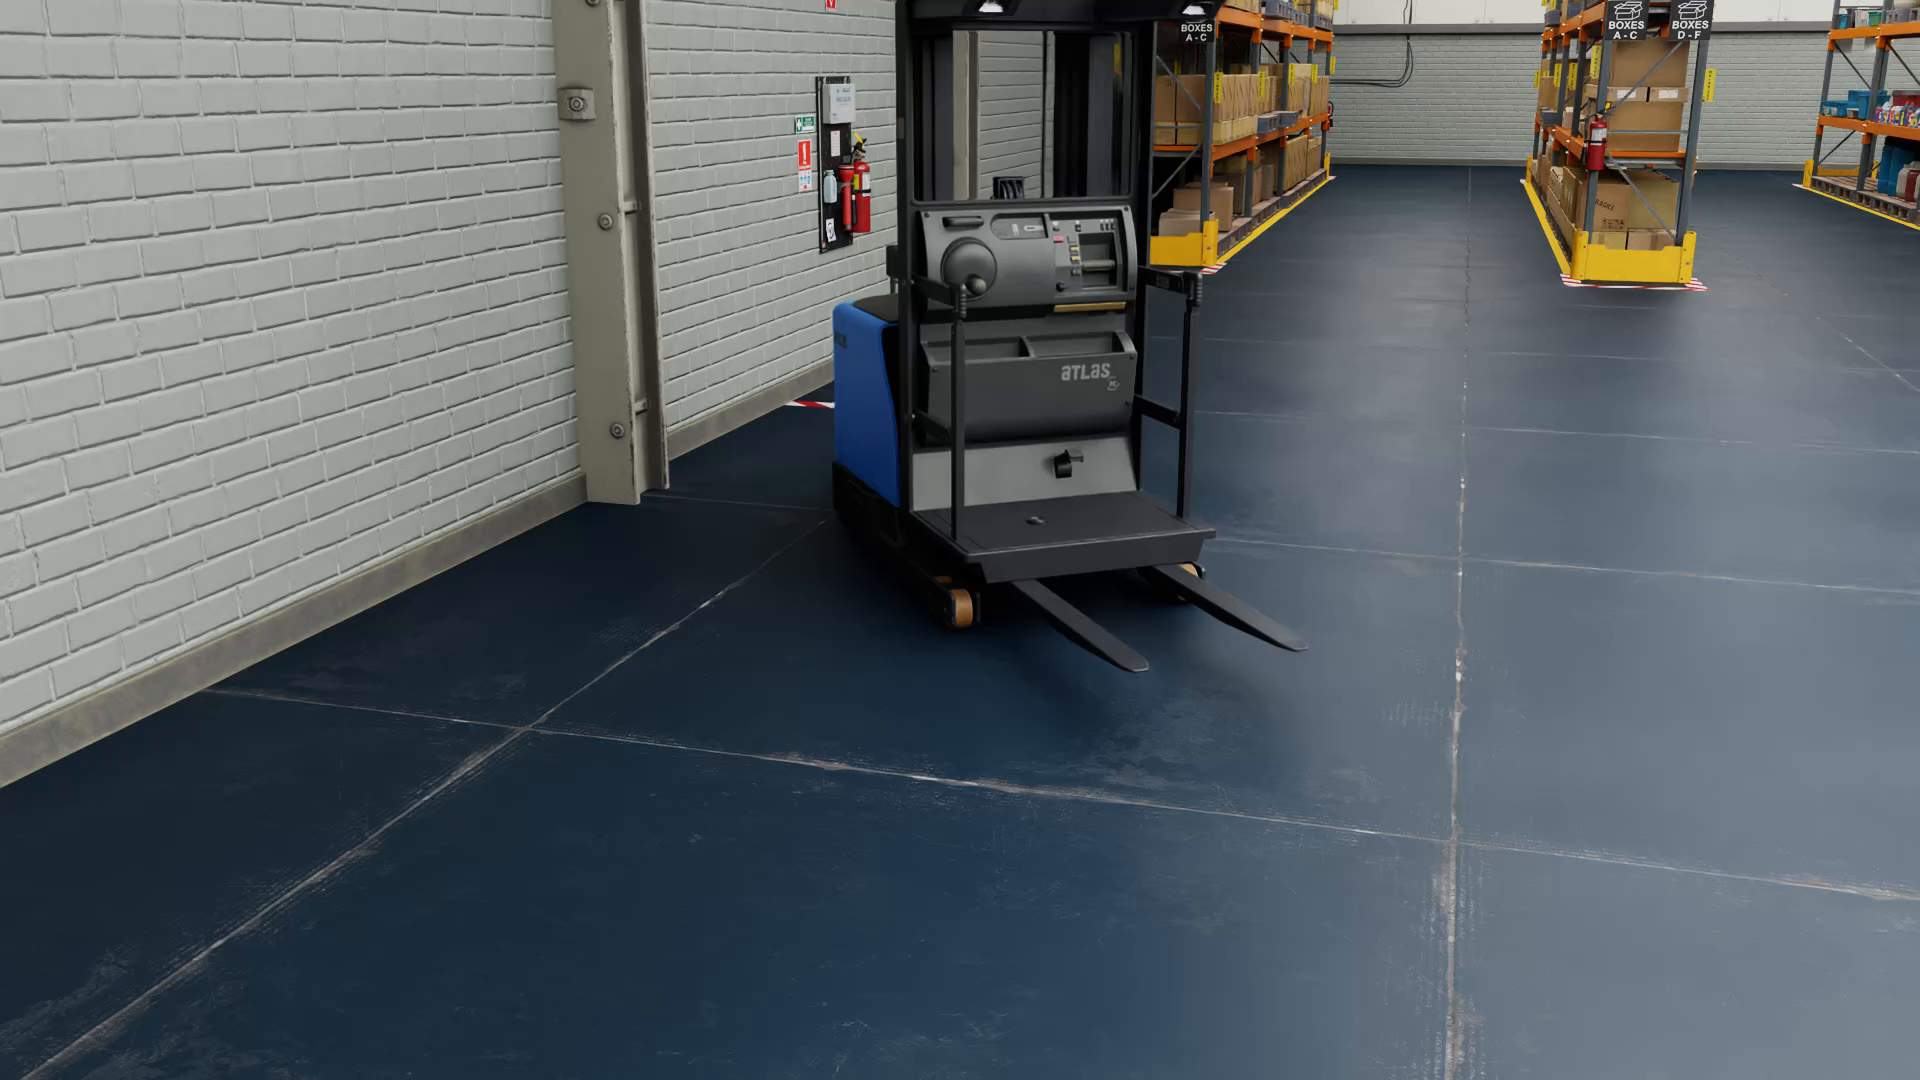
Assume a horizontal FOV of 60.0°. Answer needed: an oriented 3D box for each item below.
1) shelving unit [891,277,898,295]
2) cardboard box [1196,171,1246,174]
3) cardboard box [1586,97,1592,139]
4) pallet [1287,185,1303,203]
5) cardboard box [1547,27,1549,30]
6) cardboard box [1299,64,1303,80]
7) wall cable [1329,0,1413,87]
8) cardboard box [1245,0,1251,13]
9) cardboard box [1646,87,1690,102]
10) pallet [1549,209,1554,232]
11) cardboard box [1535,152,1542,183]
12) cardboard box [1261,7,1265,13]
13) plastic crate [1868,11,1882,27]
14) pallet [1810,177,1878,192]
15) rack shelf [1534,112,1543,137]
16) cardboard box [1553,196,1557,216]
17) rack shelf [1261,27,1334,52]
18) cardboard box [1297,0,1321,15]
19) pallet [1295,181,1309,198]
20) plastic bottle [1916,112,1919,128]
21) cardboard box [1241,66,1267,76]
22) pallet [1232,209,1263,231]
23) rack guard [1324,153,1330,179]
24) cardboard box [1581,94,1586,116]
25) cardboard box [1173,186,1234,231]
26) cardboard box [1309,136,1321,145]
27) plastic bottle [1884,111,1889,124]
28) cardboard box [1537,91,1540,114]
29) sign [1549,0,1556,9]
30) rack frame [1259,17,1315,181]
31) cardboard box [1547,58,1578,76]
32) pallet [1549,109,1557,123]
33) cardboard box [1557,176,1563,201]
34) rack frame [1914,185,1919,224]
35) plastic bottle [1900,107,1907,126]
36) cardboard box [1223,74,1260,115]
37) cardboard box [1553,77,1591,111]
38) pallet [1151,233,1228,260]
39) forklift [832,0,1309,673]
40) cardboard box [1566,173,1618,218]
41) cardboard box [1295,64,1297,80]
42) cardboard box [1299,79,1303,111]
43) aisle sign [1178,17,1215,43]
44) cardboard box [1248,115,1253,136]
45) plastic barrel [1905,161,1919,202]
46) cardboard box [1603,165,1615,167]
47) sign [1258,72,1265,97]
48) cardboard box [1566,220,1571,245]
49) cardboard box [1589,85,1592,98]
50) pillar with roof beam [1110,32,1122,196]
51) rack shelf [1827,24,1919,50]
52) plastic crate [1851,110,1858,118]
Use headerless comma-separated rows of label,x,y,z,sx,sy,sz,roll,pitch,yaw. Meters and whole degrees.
shelving unit,-0.077,-0.810,8.487,0.503,1.200,0.258,-13,21,-39
cardboard box,3.728,-4.963,23.605,0.700,0.500,0.500,4,16,15
cardboard box,8.066,-5.169,20.374,0.700,0.500,0.500,4,16,14
pallet,5.217,-5.844,28.048,1.003,0.211,1.213,5,16,16
cardboard box,10.776,-9.241,29.692,0.500,0.250,0.500,5,16,16
cardboard box,5.378,-7.734,27.459,0.500,0.250,0.500,4,16,15
wall cable,8.796,-11.605,37.943,3.097,2.526,0.112,5,16,16
cardboard box,3.373,-6.839,20.728,0.500,0.500,0.500,3,16,11
cardboard box,7.368,-4.637,17.310,0.380,0.149,0.250,5,16,15
pallet,8.703,-4.412,22.998,1.003,0.211,1.213,5,16,16
cardboard box,10.350,-6.511,29.062,0.500,0.500,0.500,5,16,16
cardboard box,4.115,-7.838,24.243,0.797,0.503,0.637,7,17,24
plastic crate,15.160,-8.571,27.361,0.416,0.233,0.300,5,16,16
pallet,16.073,-6.438,30.140,1.003,0.211,1.213,5,16,16
rack shelf,11.028,-7.508,30.121,1.077,0.370,4.000,5,16,16
cardboard box,8.317,-4.514,22.516,0.500,0.250,0.500,5,17,17
rack shelf,6.278,-9.334,31.062,1.077,0.370,4.000,5,16,16
cardboard box,6.158,-9.495,29.634,0.500,0.250,0.500,5,16,16
pallet,5.562,-6.165,29.177,1.003,0.211,1.213,5,16,16
plastic bottle,13.948,-6.116,24.132,0.097,0.271,0.097,0,16,0
cardboard box,4.426,-7.061,25.050,0.380,0.149,0.250,2,16,7
pallet,3.656,-4.483,23.249,1.003,0.211,1.213,5,16,16
rack guard,6.853,-7.564,33.581,1.175,0.500,0.348,5,16,16
cardboard box,8.862,-5.892,22.922,0.500,0.500,0.500,4,16,13
cardboard box,3.000,-4.095,20.544,0.700,0.500,0.500,4,16,12
cardboard box,6.809,-7.766,32.336,0.380,0.149,0.250,5,17,17
plastic bottle,14.520,-6.609,25.998,0.097,0.201,0.097,0,16,0
cardboard box,11.076,-8.194,31.039,0.500,0.500,0.500,4,16,15
sign,9.937,-9.063,27.839,0.100,0.325,0.005,5,16,16
rack frame,5.709,-7.714,29.529,1.000,3.000,0.127,5,16,16
cardboard box,10.355,-8.012,28.565,0.500,0.500,0.500,5,17,16
pallet,9.871,-6.701,26.310,1.003,0.211,1.213,5,16,16
cardboard box,8.168,-4.652,21.974,0.500,0.311,0.500,5,17,17
rack frame,14.071,-5.899,23.131,1.000,3.000,0.127,5,16,16
plastic bottle,14.192,-6.364,24.984,0.061,0.283,0.133,5,16,16
cardboard box,3.598,-5.772,21.544,0.500,0.500,0.500,5,16,16
cardboard box,9.394,-6.708,25.029,0.700,0.500,0.500,-1,16,-3
pallet,2.585,-3.463,19.650,1.003,0.211,1.213,5,16,16
forklift,0.364,-1.181,6.622,1.130,2.935,3.031,-6,17,-19
cardboard box,7.330,-3.988,19.288,0.500,0.500,0.500,5,16,16
cardboard box,5.101,-7.469,26.524,0.500,0.250,0.500,4,16,15
cardboard box,5.396,-7.378,27.581,0.500,0.500,0.500,5,17,17
aisle sign,2.566,-5.783,17.957,0.394,0.787,0.004,5,16,16
cardboard box,3.442,-5.281,21.190,0.500,0.250,0.500,5,17,16
plastic barrel,14.515,-5.366,24.900,0.600,0.588,0.708,5,16,16
cardboard box,9.726,-5.390,25.111,0.500,0.500,0.500,5,17,18
sign,3.958,-5.997,21.890,0.100,0.325,0.005,5,16,16
cardboard box,7.190,-3.496,18.929,0.500,0.250,0.500,5,16,16
cardboard box,7.708,-5.341,19.789,0.380,0.149,0.250,4,16,15
pillar with roof beam,5.796,-7.377,17.347,9.100,9.000,0.400,5,16,16
rack shelf,15.776,-8.566,28.354,1.077,0.370,4.000,5,16,16
plastic crate,15.268,-7.156,27.955,0.437,0.125,0.590,5,16,16
